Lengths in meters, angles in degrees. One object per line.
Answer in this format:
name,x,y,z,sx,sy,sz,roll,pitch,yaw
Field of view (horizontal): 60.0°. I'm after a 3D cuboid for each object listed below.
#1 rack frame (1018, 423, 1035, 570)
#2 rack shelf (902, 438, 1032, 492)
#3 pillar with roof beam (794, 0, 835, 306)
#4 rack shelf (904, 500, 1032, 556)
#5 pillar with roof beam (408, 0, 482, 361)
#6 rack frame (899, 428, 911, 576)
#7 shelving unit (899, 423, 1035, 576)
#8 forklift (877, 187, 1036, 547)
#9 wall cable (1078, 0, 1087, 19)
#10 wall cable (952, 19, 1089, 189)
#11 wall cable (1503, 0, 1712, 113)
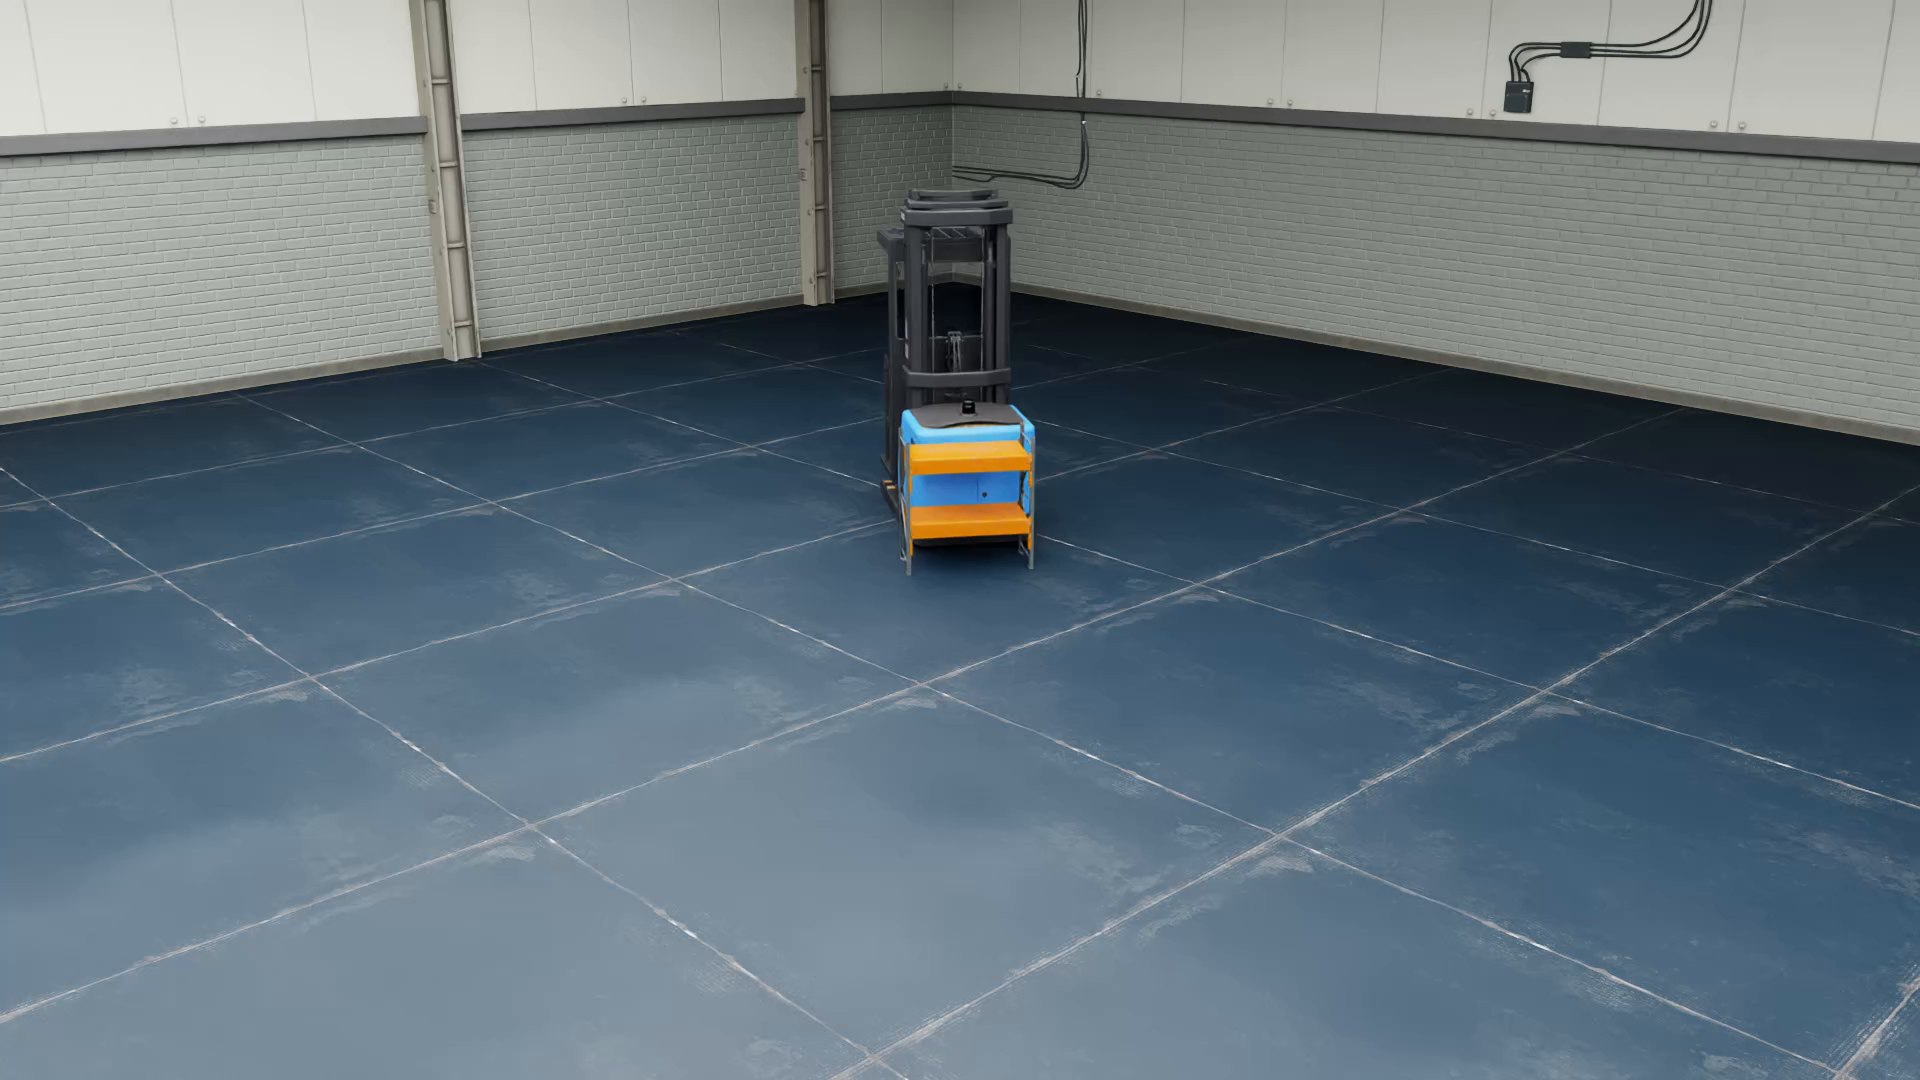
rack frame,0.552,-0.364,13.783,0.032,1.125,0.500,-3,18,-9
rack shelf,0.050,-0.618,13.617,1.000,0.278,0.538,-3,18,-9
pillar with roof beam,0.765,-6.992,21.460,0.400,9.000,9.100,-16,24,-41
rack shelf,0.050,-0.107,13.782,1.000,0.278,0.538,-3,18,-9
pillar with roof beam,-3.594,-5.721,17.538,0.400,9.000,9.100,-16,24,-41
rack frame,-0.452,-0.315,13.631,0.032,1.125,0.500,-3,18,-9
shelving unit,0.050,-0.339,13.707,1.048,1.125,0.538,-3,18,-9
forklift,-0.141,-1.754,15.141,1.130,2.935,3.031,-3,18,-11
wall cable,2.715,-8.604,23.277,0.112,2.526,3.097,-16,24,-41
wall cable,0.857,-6.808,25.925,0.112,2.526,3.097,-16,24,-41
wall cable,7.368,-7.772,18.350,0.169,6.003,2.305,-16,24,-41
